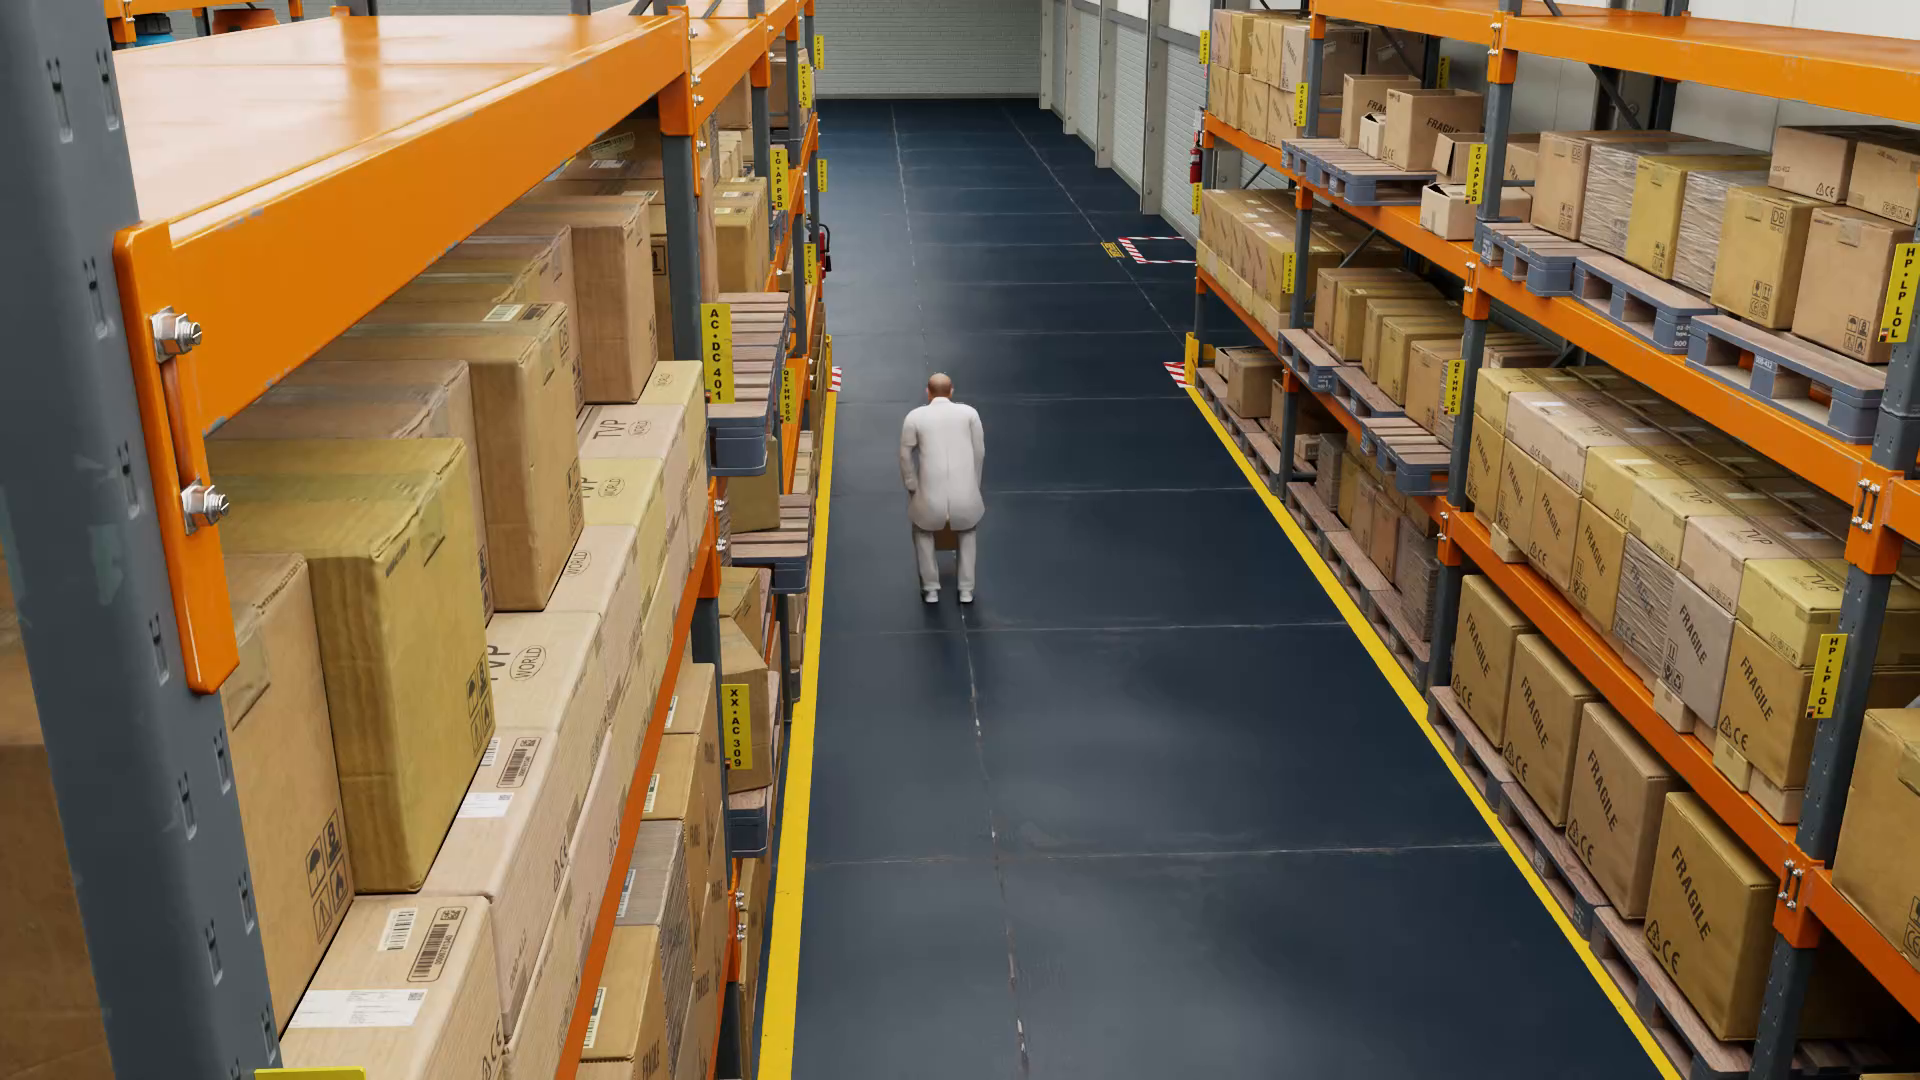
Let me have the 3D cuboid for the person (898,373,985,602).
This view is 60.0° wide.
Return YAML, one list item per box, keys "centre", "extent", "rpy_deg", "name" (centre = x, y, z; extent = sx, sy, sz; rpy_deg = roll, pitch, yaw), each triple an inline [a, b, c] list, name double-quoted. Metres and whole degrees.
- centre: [-0.128, -0.357, 11.827]
  extent: [0.620, 1.612, 0.564]
  rpy_deg: [-1, 20, -2]
  name: "person"
